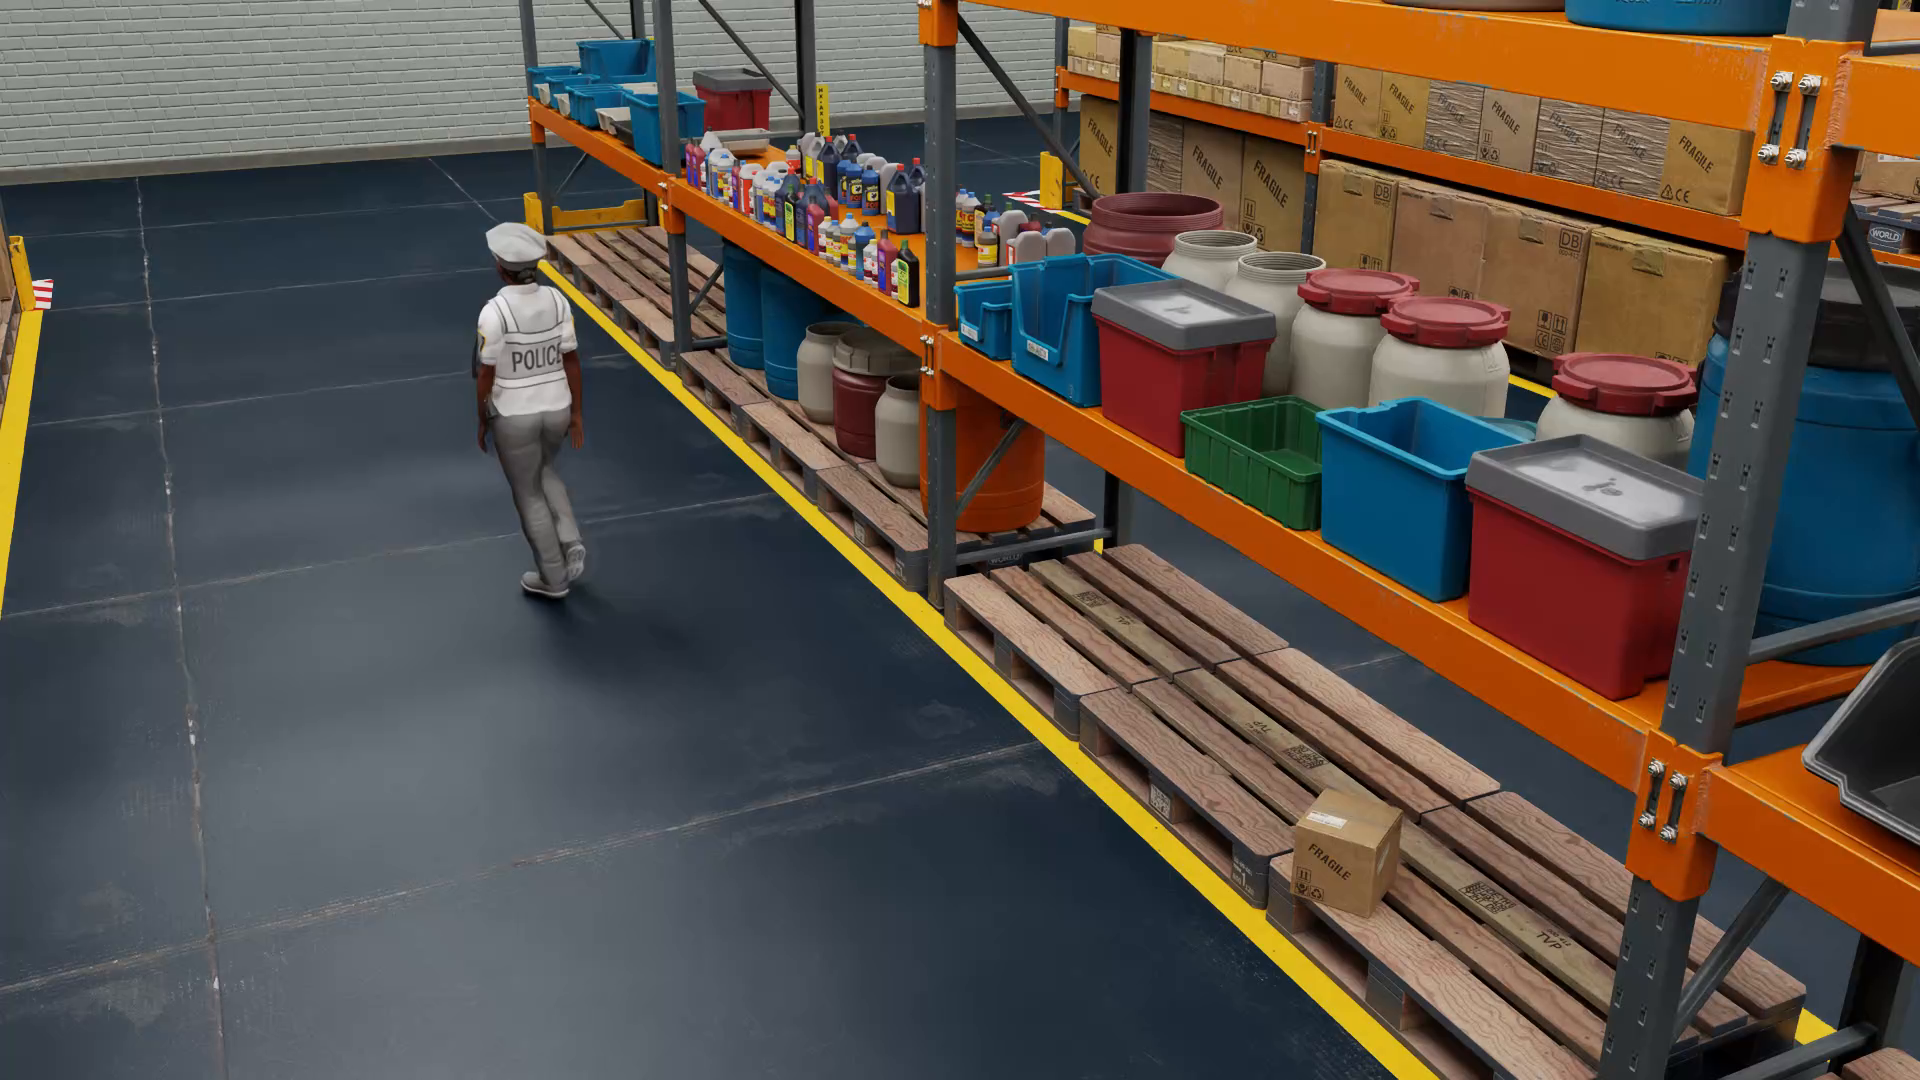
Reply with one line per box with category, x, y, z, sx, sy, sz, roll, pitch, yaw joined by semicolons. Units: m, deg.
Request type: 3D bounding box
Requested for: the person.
person;-1.939;-0.557;7.388;0.441;1.714;0.440;18;28;37
